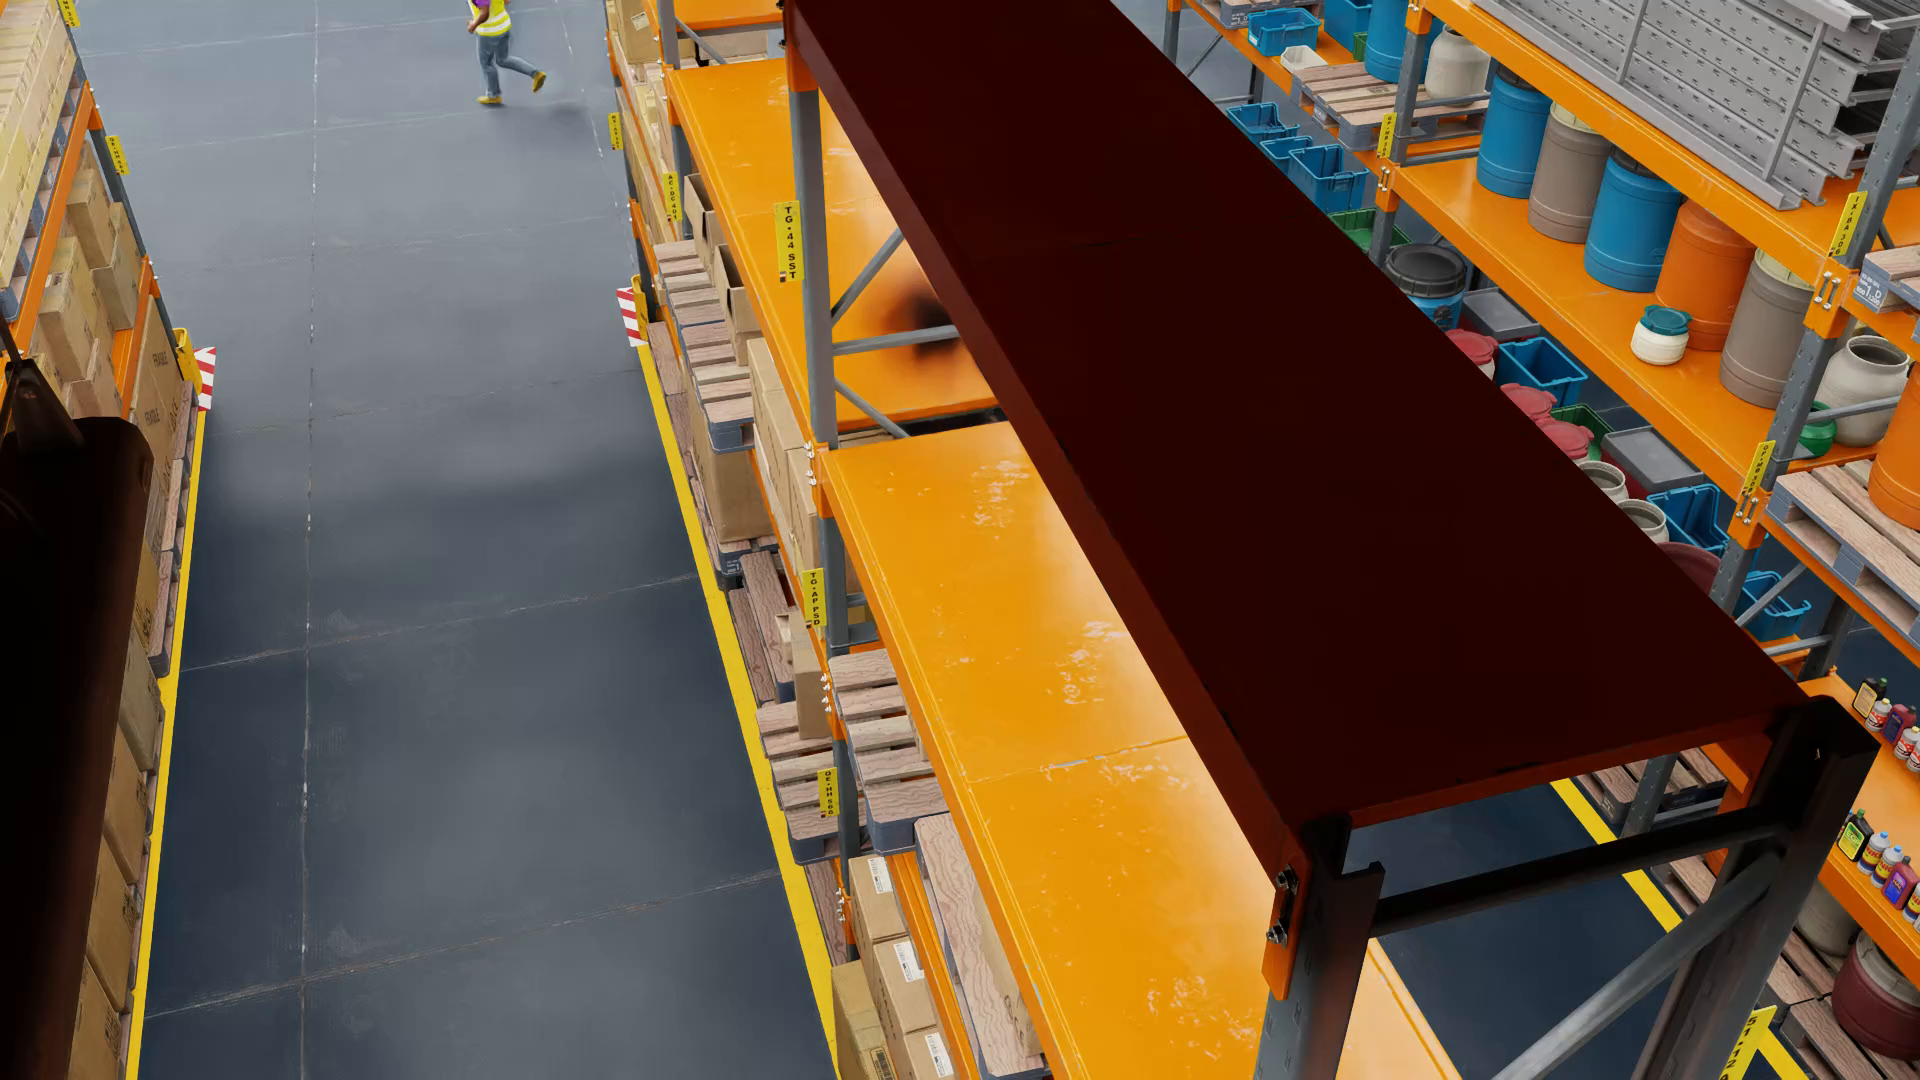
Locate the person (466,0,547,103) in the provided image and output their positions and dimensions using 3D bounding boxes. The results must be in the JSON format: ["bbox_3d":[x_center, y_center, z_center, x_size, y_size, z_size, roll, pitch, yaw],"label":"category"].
[{"bbox_3d":[-5.184,-5.708,18.641,0.854,1.760,0.708,11,40,13],"label":"person"}]
